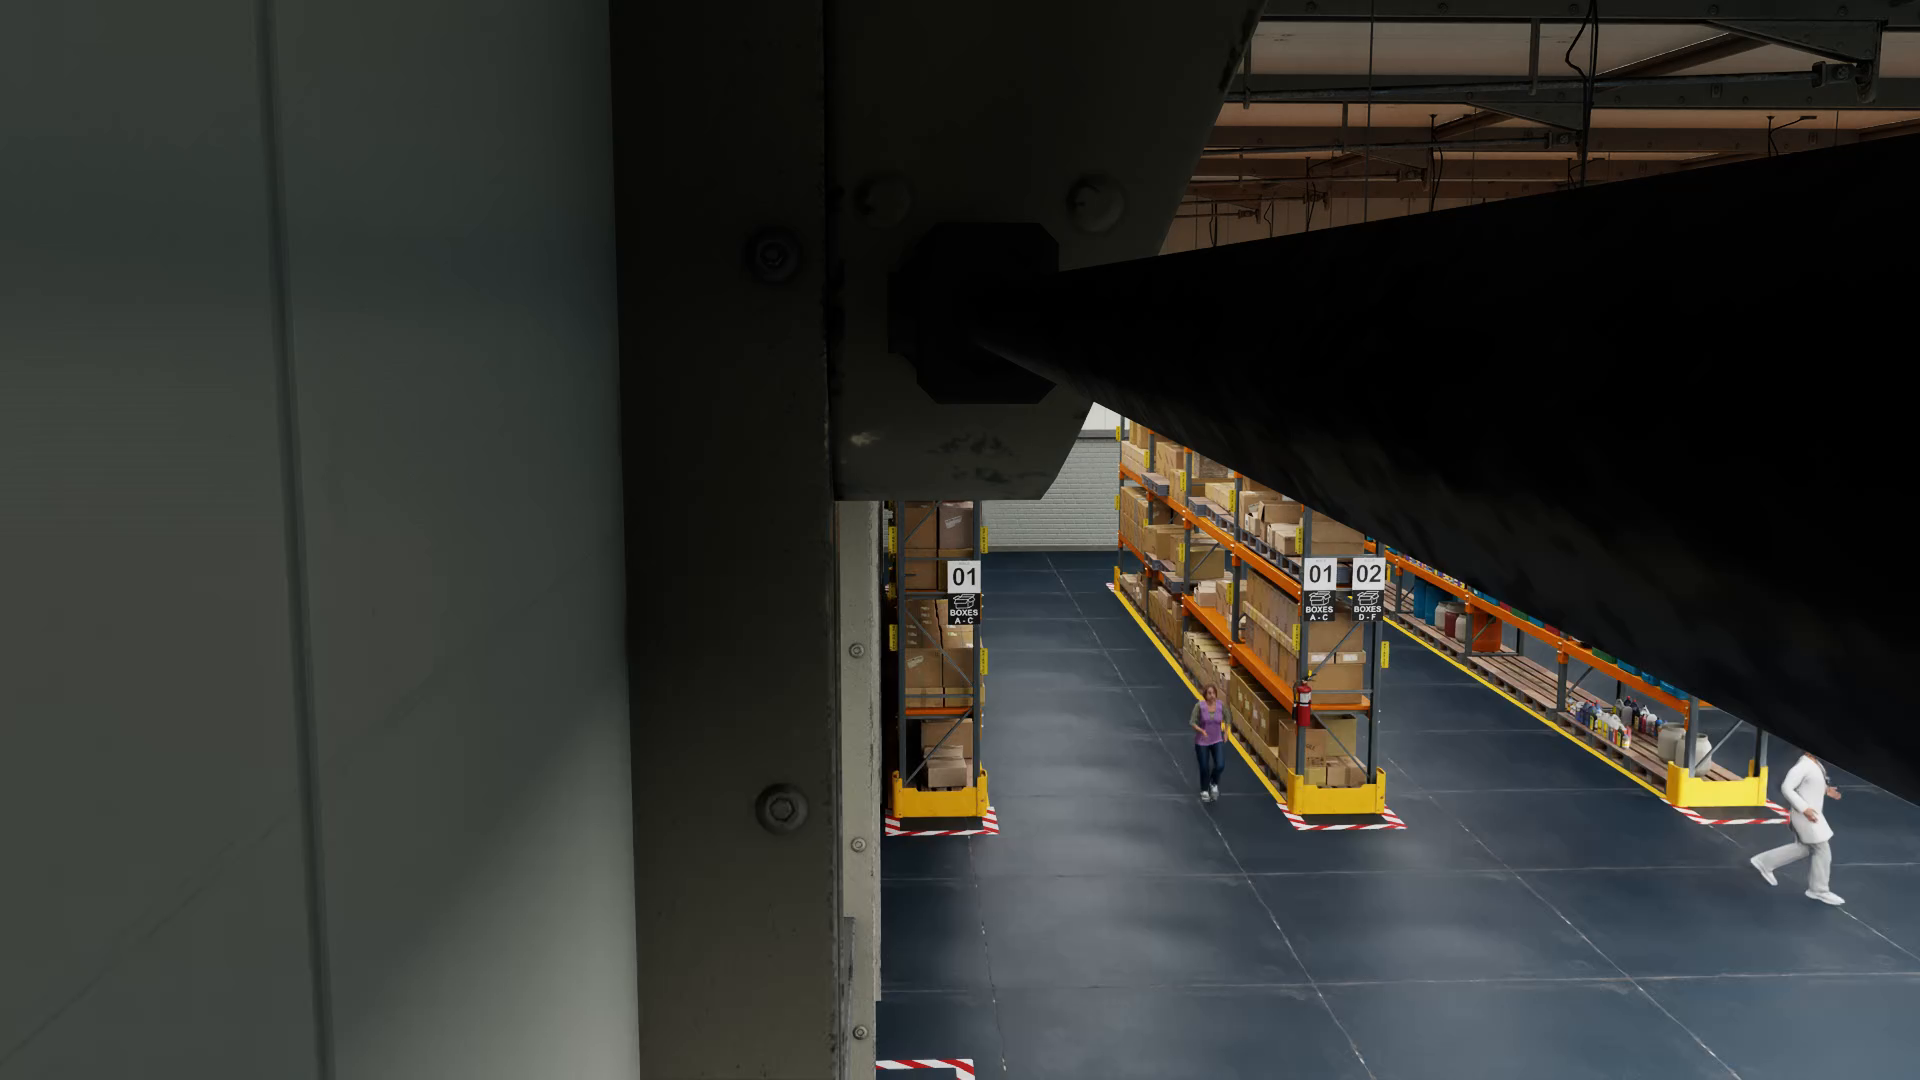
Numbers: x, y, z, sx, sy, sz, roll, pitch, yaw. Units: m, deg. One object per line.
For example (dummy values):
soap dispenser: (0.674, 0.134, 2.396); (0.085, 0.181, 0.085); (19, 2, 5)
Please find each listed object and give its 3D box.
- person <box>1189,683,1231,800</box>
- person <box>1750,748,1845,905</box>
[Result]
person: (3.157, 2.573, 20.950); (0.556, 1.529, 0.651); (0, 8, -1)
person: (8.934, 2.935, 17.656); (0.928, 1.784, 0.699); (4, 9, 27)
